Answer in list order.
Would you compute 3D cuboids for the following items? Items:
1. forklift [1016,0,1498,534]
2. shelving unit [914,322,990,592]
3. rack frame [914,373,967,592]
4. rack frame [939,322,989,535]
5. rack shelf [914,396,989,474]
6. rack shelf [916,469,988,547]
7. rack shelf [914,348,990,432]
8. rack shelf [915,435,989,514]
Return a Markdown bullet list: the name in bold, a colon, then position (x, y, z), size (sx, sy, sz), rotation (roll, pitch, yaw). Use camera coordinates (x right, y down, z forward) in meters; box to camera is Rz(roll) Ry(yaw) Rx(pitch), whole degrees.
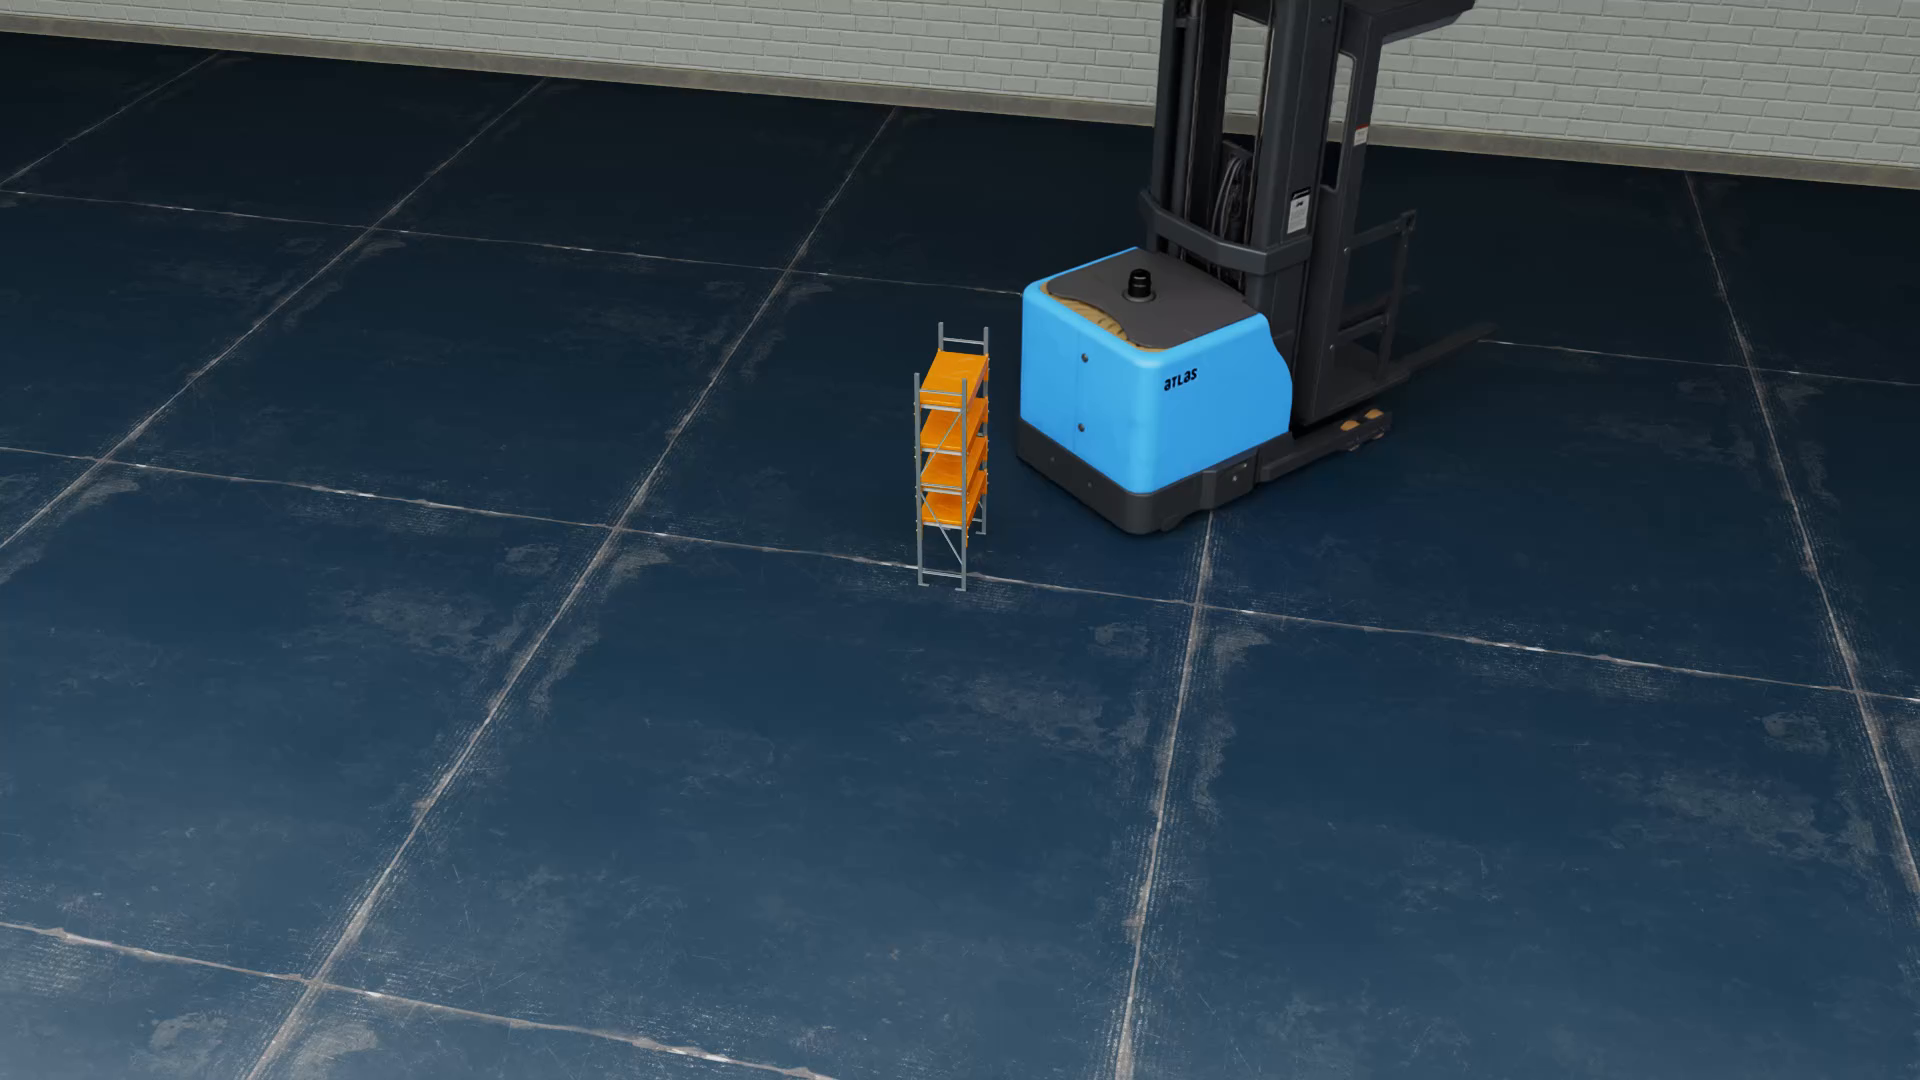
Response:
- **forklift**: position (1.792, -1.908, 8.655), size (3.031, 2.935, 1.130), rotation (-24, 42, -29)
- **shelving unit**: position (-0.035, -0.391, 8.037), size (0.258, 1.200, 0.503), rotation (7, 37, 10)
- **rack frame**: position (-0.087, -0.251, 7.844), size (0.240, 1.200, 0.015), rotation (7, 37, 10)
- **rack frame**: position (0.017, -0.531, 8.230), size (0.240, 1.200, 0.015), rotation (7, 37, 10)
- **rack shelf**: position (-0.035, -0.518, 7.945), size (0.258, 0.148, 0.480), rotation (7, 37, 10)
- **rack shelf**: position (-0.035, -0.176, 8.193), size (0.258, 0.148, 0.480), rotation (7, 37, 10)
- **rack shelf**: position (-0.035, -0.709, 7.806), size (0.258, 0.148, 0.480), rotation (7, 37, 10)
- **rack shelf**: position (-0.035, -0.336, 8.077), size (0.258, 0.148, 0.480), rotation (7, 37, 10)
